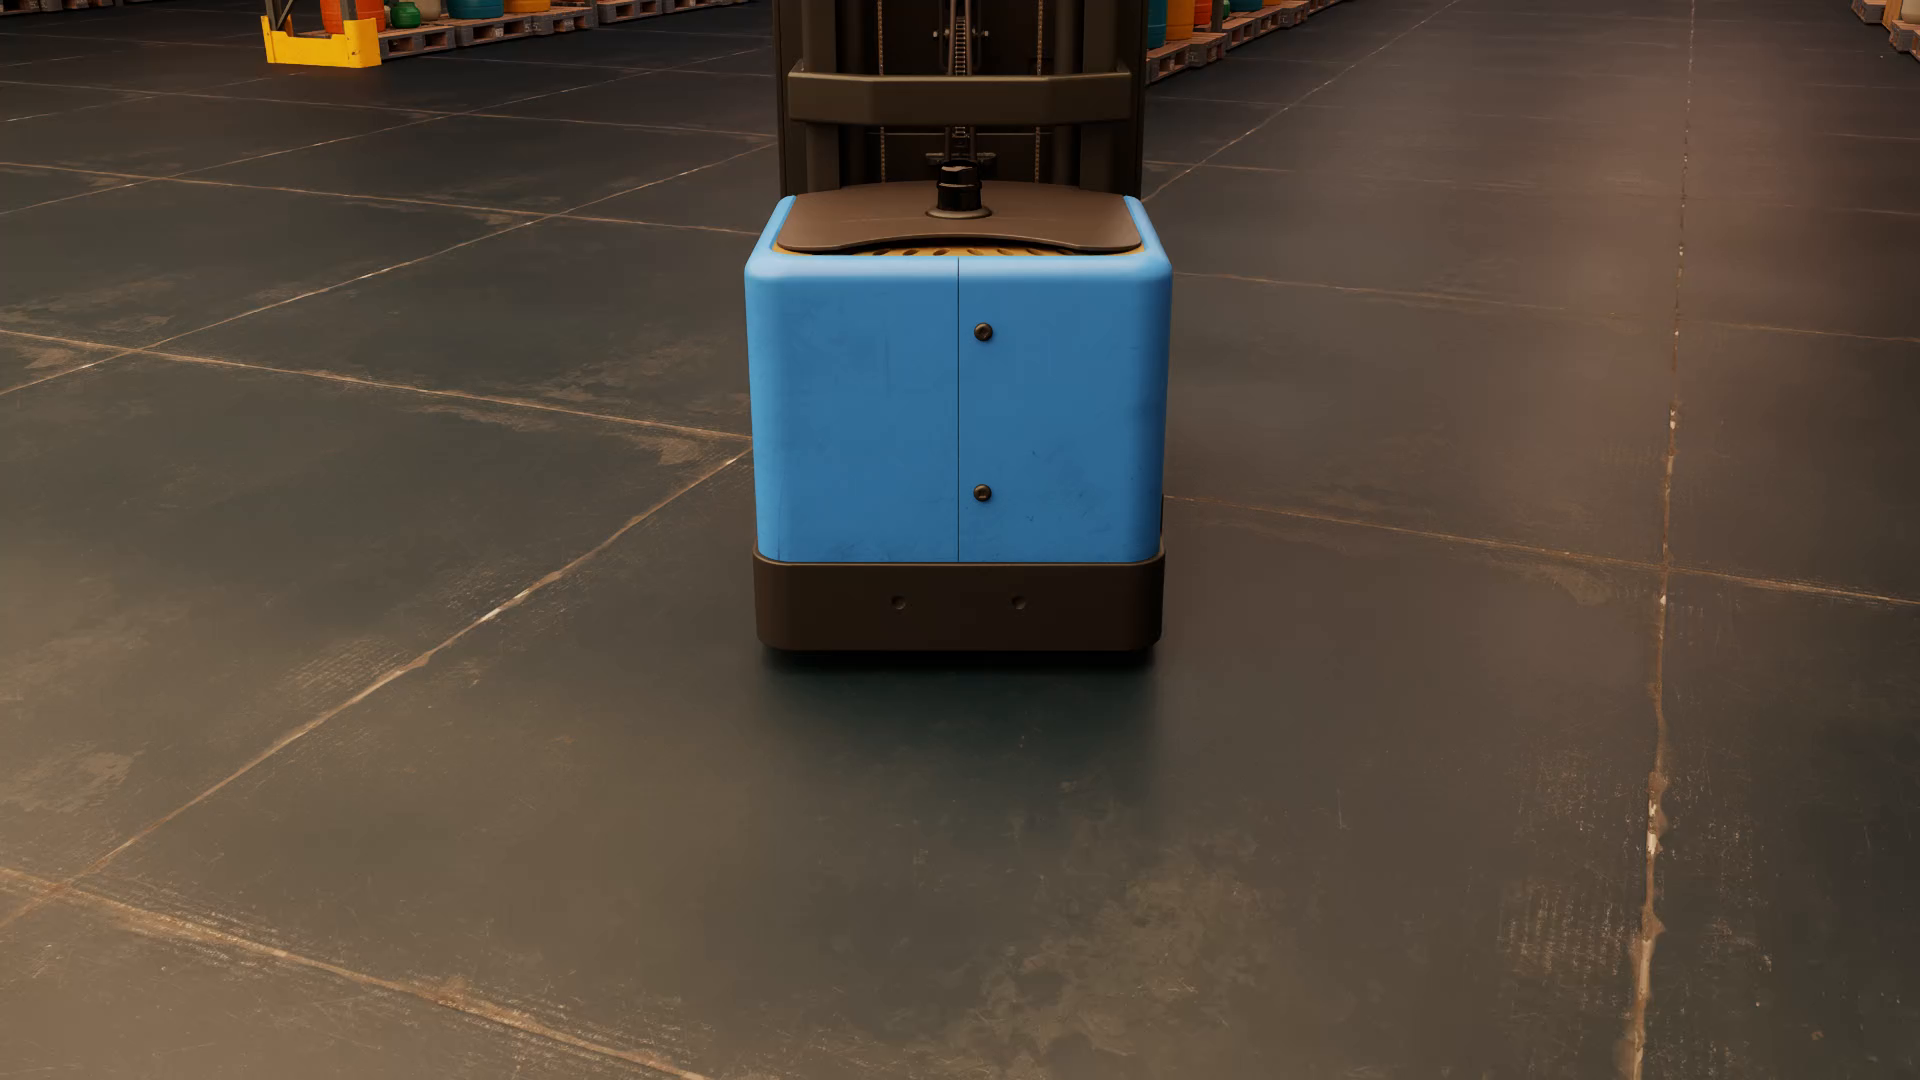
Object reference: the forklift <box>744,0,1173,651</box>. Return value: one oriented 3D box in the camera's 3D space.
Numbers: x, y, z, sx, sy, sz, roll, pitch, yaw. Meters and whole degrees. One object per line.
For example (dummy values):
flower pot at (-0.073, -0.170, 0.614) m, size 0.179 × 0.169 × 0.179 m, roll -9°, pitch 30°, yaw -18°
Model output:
forklift at (0.002, -1.587, 5.089) m, size 1.130 × 2.935 × 3.031 m, roll 0°, pitch 23°, yaw 0°
